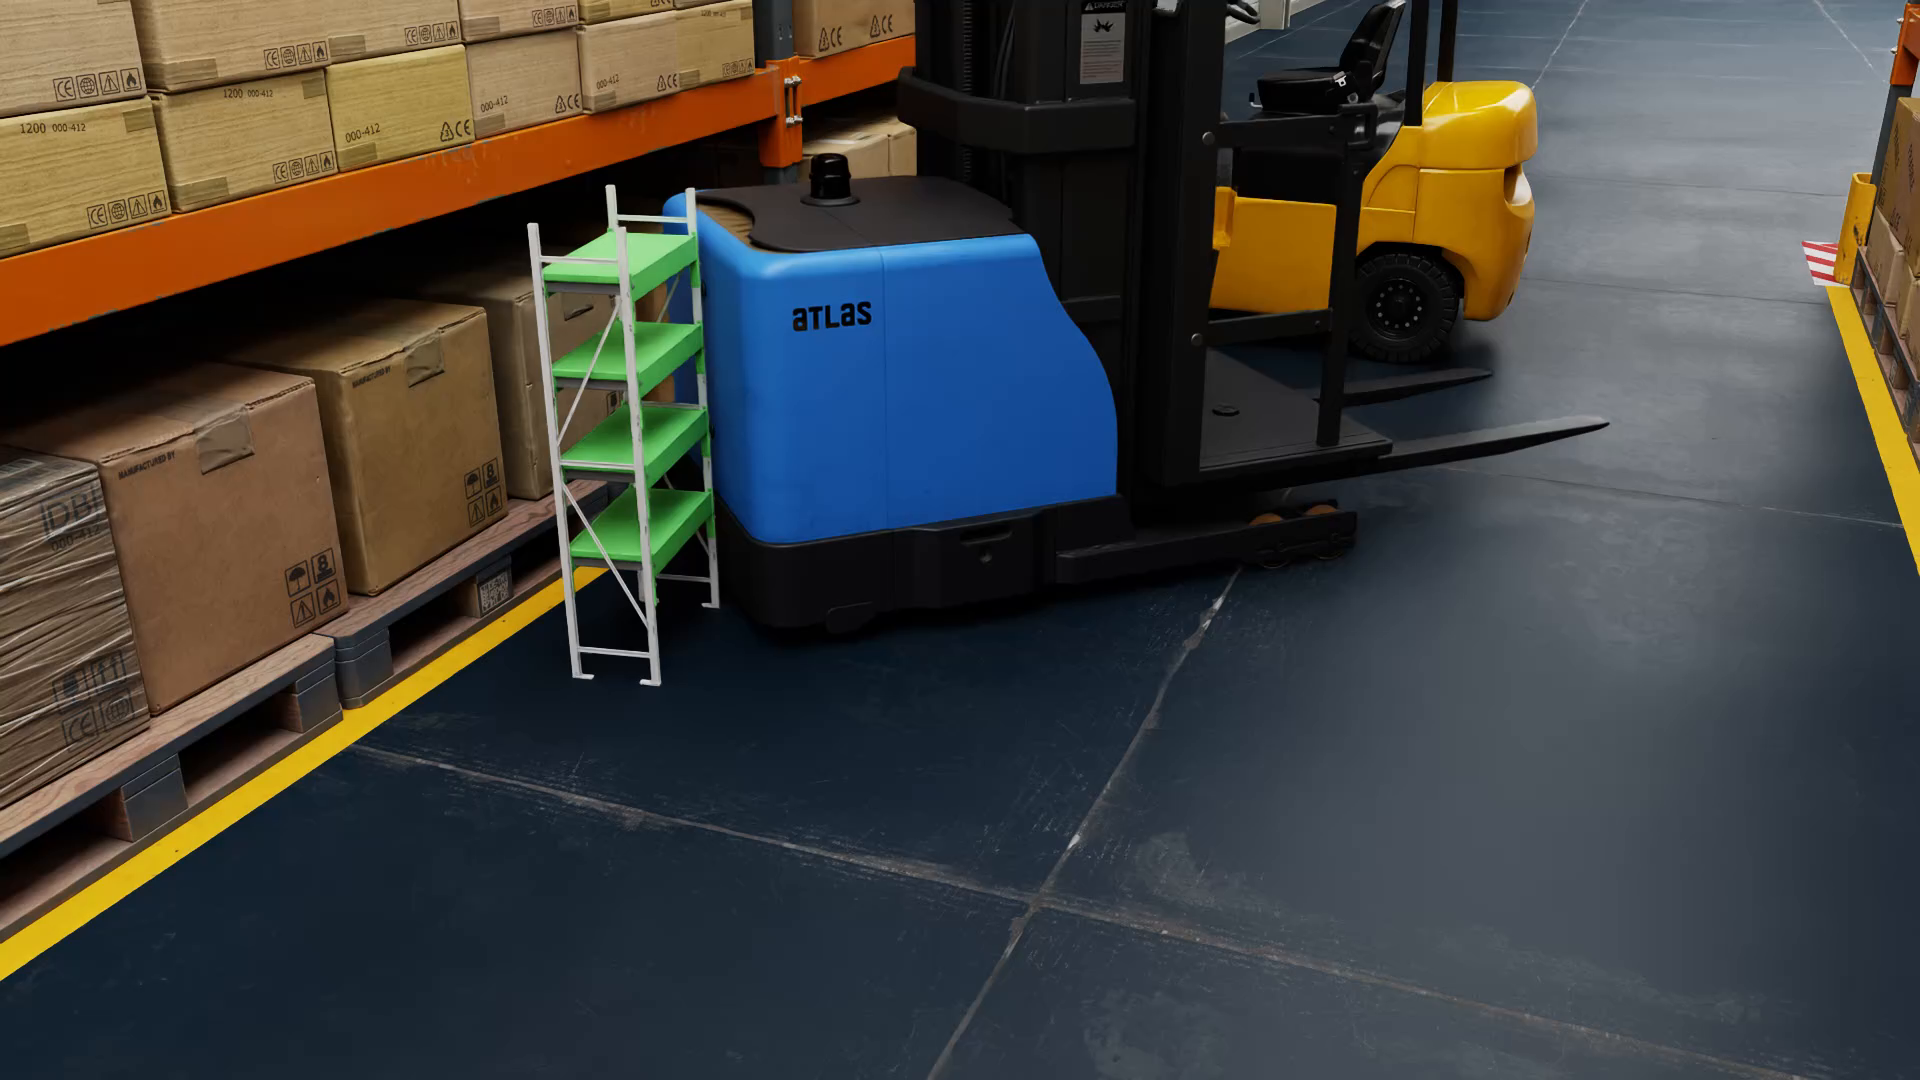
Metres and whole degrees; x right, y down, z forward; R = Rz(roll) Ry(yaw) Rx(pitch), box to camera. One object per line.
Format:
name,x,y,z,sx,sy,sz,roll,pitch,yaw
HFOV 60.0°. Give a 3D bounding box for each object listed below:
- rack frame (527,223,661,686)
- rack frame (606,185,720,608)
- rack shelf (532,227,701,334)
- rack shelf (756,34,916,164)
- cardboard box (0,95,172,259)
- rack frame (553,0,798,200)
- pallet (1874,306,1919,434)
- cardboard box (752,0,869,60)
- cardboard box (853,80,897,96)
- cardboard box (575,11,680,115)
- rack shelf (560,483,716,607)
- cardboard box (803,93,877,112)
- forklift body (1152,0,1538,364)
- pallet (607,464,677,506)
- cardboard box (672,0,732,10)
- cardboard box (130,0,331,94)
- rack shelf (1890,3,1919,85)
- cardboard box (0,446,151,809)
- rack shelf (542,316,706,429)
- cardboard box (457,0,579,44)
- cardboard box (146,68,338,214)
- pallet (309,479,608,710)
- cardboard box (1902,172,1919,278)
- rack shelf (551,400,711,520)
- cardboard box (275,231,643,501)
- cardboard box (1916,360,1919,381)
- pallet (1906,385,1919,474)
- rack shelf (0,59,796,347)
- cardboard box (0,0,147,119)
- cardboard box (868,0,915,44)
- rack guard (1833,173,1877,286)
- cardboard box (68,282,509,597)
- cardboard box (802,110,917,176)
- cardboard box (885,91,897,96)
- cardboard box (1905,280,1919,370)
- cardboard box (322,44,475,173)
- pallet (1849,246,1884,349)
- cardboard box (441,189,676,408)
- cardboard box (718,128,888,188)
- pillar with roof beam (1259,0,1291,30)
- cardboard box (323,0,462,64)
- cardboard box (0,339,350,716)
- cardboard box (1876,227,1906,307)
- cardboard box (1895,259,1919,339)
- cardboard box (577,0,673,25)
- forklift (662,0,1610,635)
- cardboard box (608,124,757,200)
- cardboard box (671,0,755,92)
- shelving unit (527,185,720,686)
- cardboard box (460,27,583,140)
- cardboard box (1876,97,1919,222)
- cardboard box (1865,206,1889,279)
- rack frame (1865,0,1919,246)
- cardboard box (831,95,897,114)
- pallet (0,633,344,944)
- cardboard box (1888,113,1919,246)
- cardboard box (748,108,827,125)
rack frame,-0.901,-0.184,4.135,0.240,1.200,0.015,4,23,10
rack frame,-0.810,-0.369,4.577,0.240,1.200,0.015,4,23,10
rack shelf,-0.855,-0.661,4.196,0.258,0.148,0.480,4,23,10
rack shelf,-0.337,-2.326,7.859,1.077,0.370,4.000,9,24,20
cardboard box,-1.983,-0.744,3.334,0.500,0.250,0.500,8,24,19
rack frame,-1.080,-1.942,6.007,1.000,3.000,0.127,9,24,20
pallet,4.198,-0.629,6.483,1.003,0.211,1.213,9,24,20
cardboard box,-0.673,-2.109,6.278,0.500,0.500,0.500,8,24,19
cardboard box,-0.523,-2.076,8.053,0.500,0.250,0.500,8,24,19
cardboard box,-1.206,-1.474,5.082,0.500,0.250,0.500,9,24,20
rack shelf,-0.855,0.004,4.473,0.258,0.148,0.480,4,23,10
cardboard box,-0.702,-1.895,7.619,0.500,0.250,0.500,9,24,20
forklift body,1.395,-2.042,7.348,2.313,2.155,1.214,9,24,20
pallet,-1.318,-0.386,5.900,1.003,0.211,1.213,9,24,20
cardboard box,-1.025,-1.891,5.431,0.500,0.250,0.500,8,24,19
cardboard box,-1.776,-1.159,3.680,0.500,0.250,0.500,8,24,19
rack shelf,4.273,-1.616,6.161,1.077,0.370,4.000,9,24,20
cardboard box,-2.322,0.170,3.486,0.875,0.625,0.625,10,25,22
rack shelf,-0.855,-0.439,4.288,0.258,0.148,0.480,4,23,10
cardboard box,-1.405,-1.524,4.552,0.500,0.250,0.500,9,24,21
cardboard box,-1.798,-0.930,3.778,0.500,0.250,0.500,8,24,18
pallet,-1.769,0.052,4.851,1.003,0.211,1.213,9,24,20
cardboard box,4.067,-1.311,6.547,0.500,0.500,0.500,9,24,21
rack shelf,-0.855,-0.218,4.381,0.258,0.148,0.480,4,23,10
cardboard box,-1.559,-0.575,5.271,0.875,0.625,0.625,9,24,20
cardboard box,3.688,-0.600,5.816,0.500,0.250,0.500,8,24,19
pallet,3.746,-0.191,5.434,1.003,0.211,1.213,9,24,20
rack shelf,-1.823,-0.894,4.432,1.077,0.370,4.000,9,24,20
cardboard box,-1.987,-0.975,3.238,0.500,0.250,0.500,10,25,22
cardboard box,-0.495,-2.298,6.730,0.500,0.500,0.500,9,24,21
rack guard,4.987,-1.483,8.152,1.175,0.500,0.348,9,24,20
cardboard box,-1.836,-0.306,4.626,0.875,0.625,0.625,8,24,18
cardboard box,-0.410,-1.638,7.005,0.500,0.250,0.500,9,24,20
cardboard box,-0.034,-2.004,7.882,0.500,0.250,0.500,8,24,19
cardboard box,3.881,-0.781,6.250,0.500,0.250,0.500,9,24,21
cardboard box,-1.604,-1.115,4.222,0.500,0.250,0.500,10,25,22
pallet,4.653,-1.064,7.524,1.003,0.211,1.213,9,24,20
cardboard box,-1.264,-0.851,5.933,0.875,0.625,0.625,10,25,22
cardboard box,-0.609,-1.456,6.570,0.500,0.250,0.500,8,24,19
pillar with roof beam,7.764,-9.699,16.795,9.100,9.000,0.400,9,24,20
cardboard box,-1.610,-1.346,4.126,0.500,0.250,0.500,9,24,21
cardboard box,-2.086,-0.065,4.049,0.875,0.625,0.625,10,25,22
cardboard box,4.262,-1.158,7.154,0.500,0.250,0.500,10,25,22
cardboard box,4.071,-0.961,6.682,0.500,0.250,0.500,11,25,24
cardboard box,-1.210,-1.706,4.988,0.500,0.250,0.500,8,24,19
forklift,0.673,-1.442,4.900,3.031,2.935,1.130,-9,24,-20
cardboard box,-1.077,-1.532,6.751,0.500,0.250,0.500,9,24,21
cardboard box,-1.025,-1.655,5.514,0.500,0.250,0.500,9,24,21
shelving unit,-0.855,-0.277,4.356,0.258,1.200,0.503,4,23,10
cardboard box,-1.419,-1.301,4.667,0.500,0.250,0.500,9,24,20
cardboard box,4.451,-1.677,7.423,0.500,0.500,0.500,8,24,18
cardboard box,4.459,-1.340,7.588,0.500,0.250,0.500,9,24,20
rack frame,5.015,-2.664,7.736,1.000,3.000,0.127,9,24,20
cardboard box,-0.236,-1.818,7.435,0.500,0.250,0.500,10,25,22
pallet,-2.224,0.487,3.809,1.003,0.211,1.213,9,24,20
cardboard box,4.261,-1.490,6.974,0.500,0.500,0.500,8,24,18
cardboard box,-0.903,-1.715,7.190,0.500,0.250,0.500,8,24,19
